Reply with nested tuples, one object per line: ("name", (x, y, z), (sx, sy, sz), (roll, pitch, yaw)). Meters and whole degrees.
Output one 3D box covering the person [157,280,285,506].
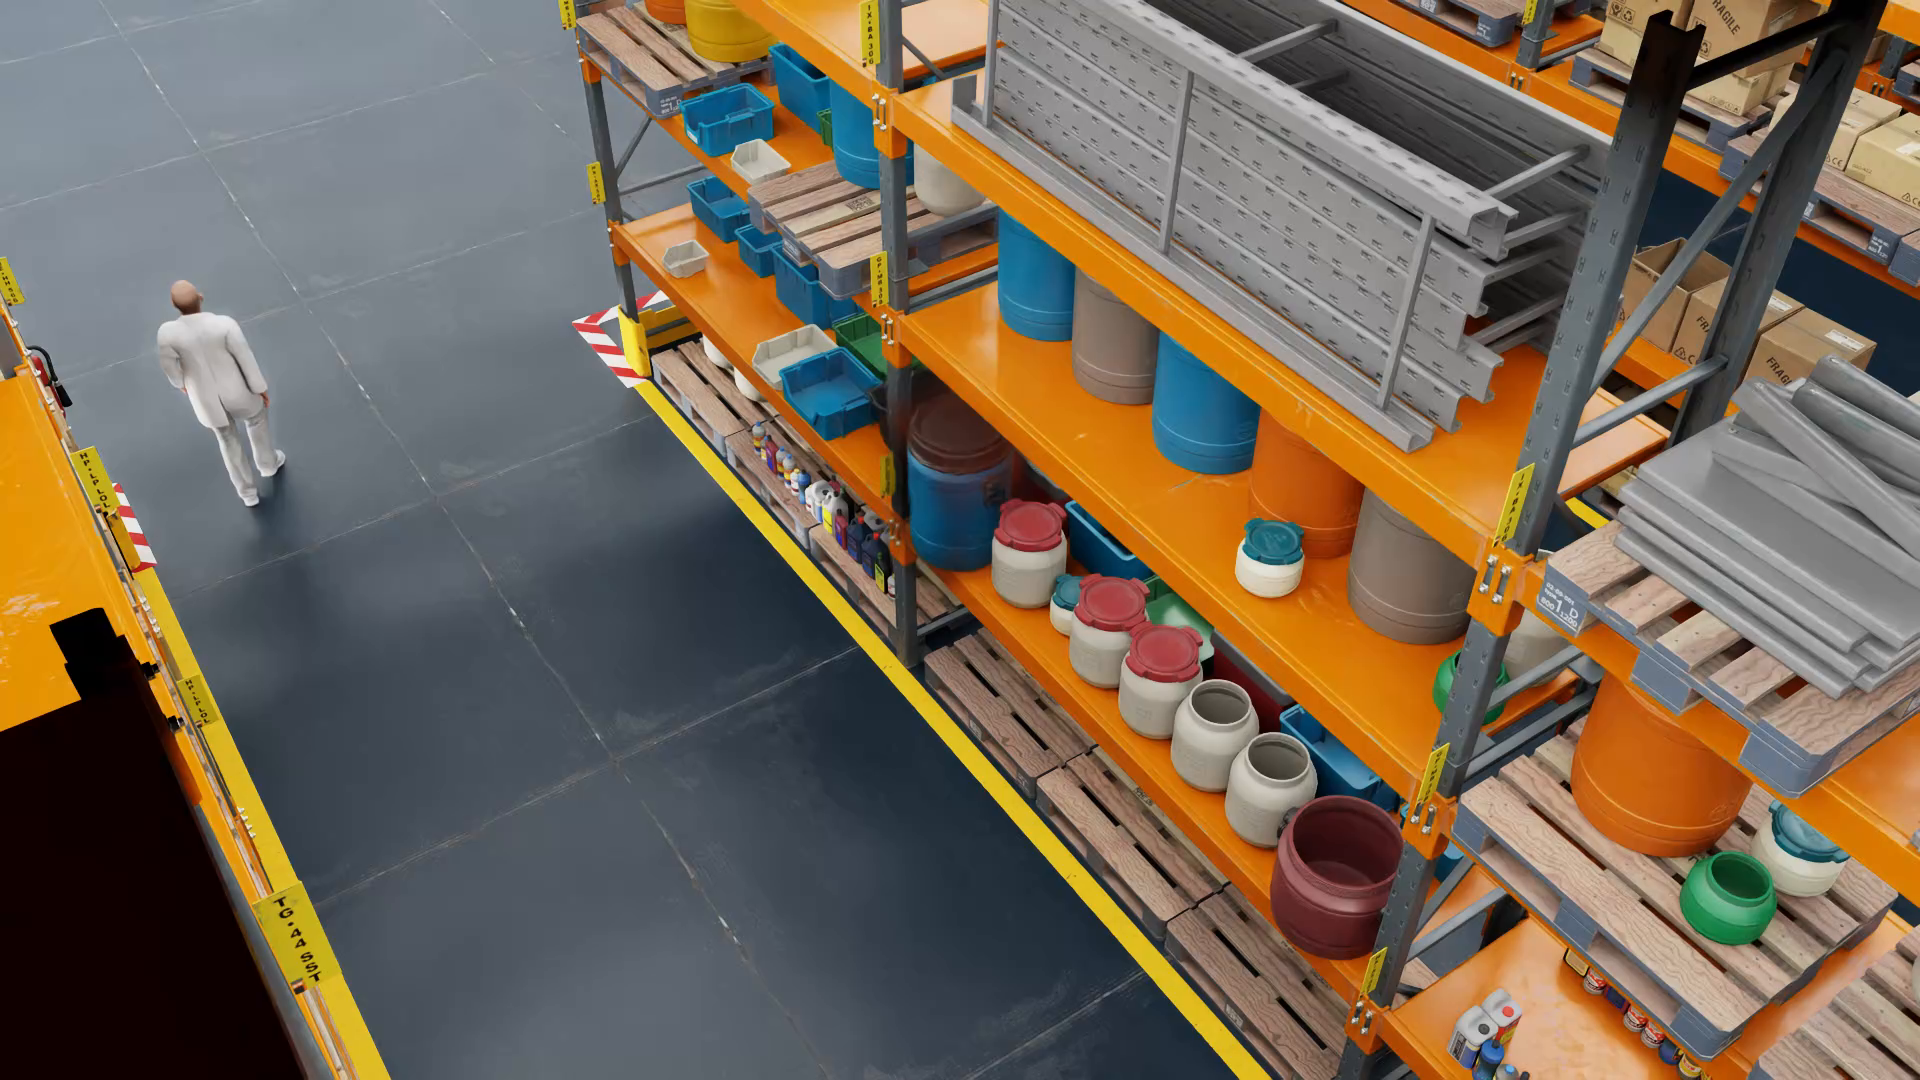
("person", (-5.164, -1.075, 11.634), (0.640, 1.815, 0.666), (-11, 44, -11))
